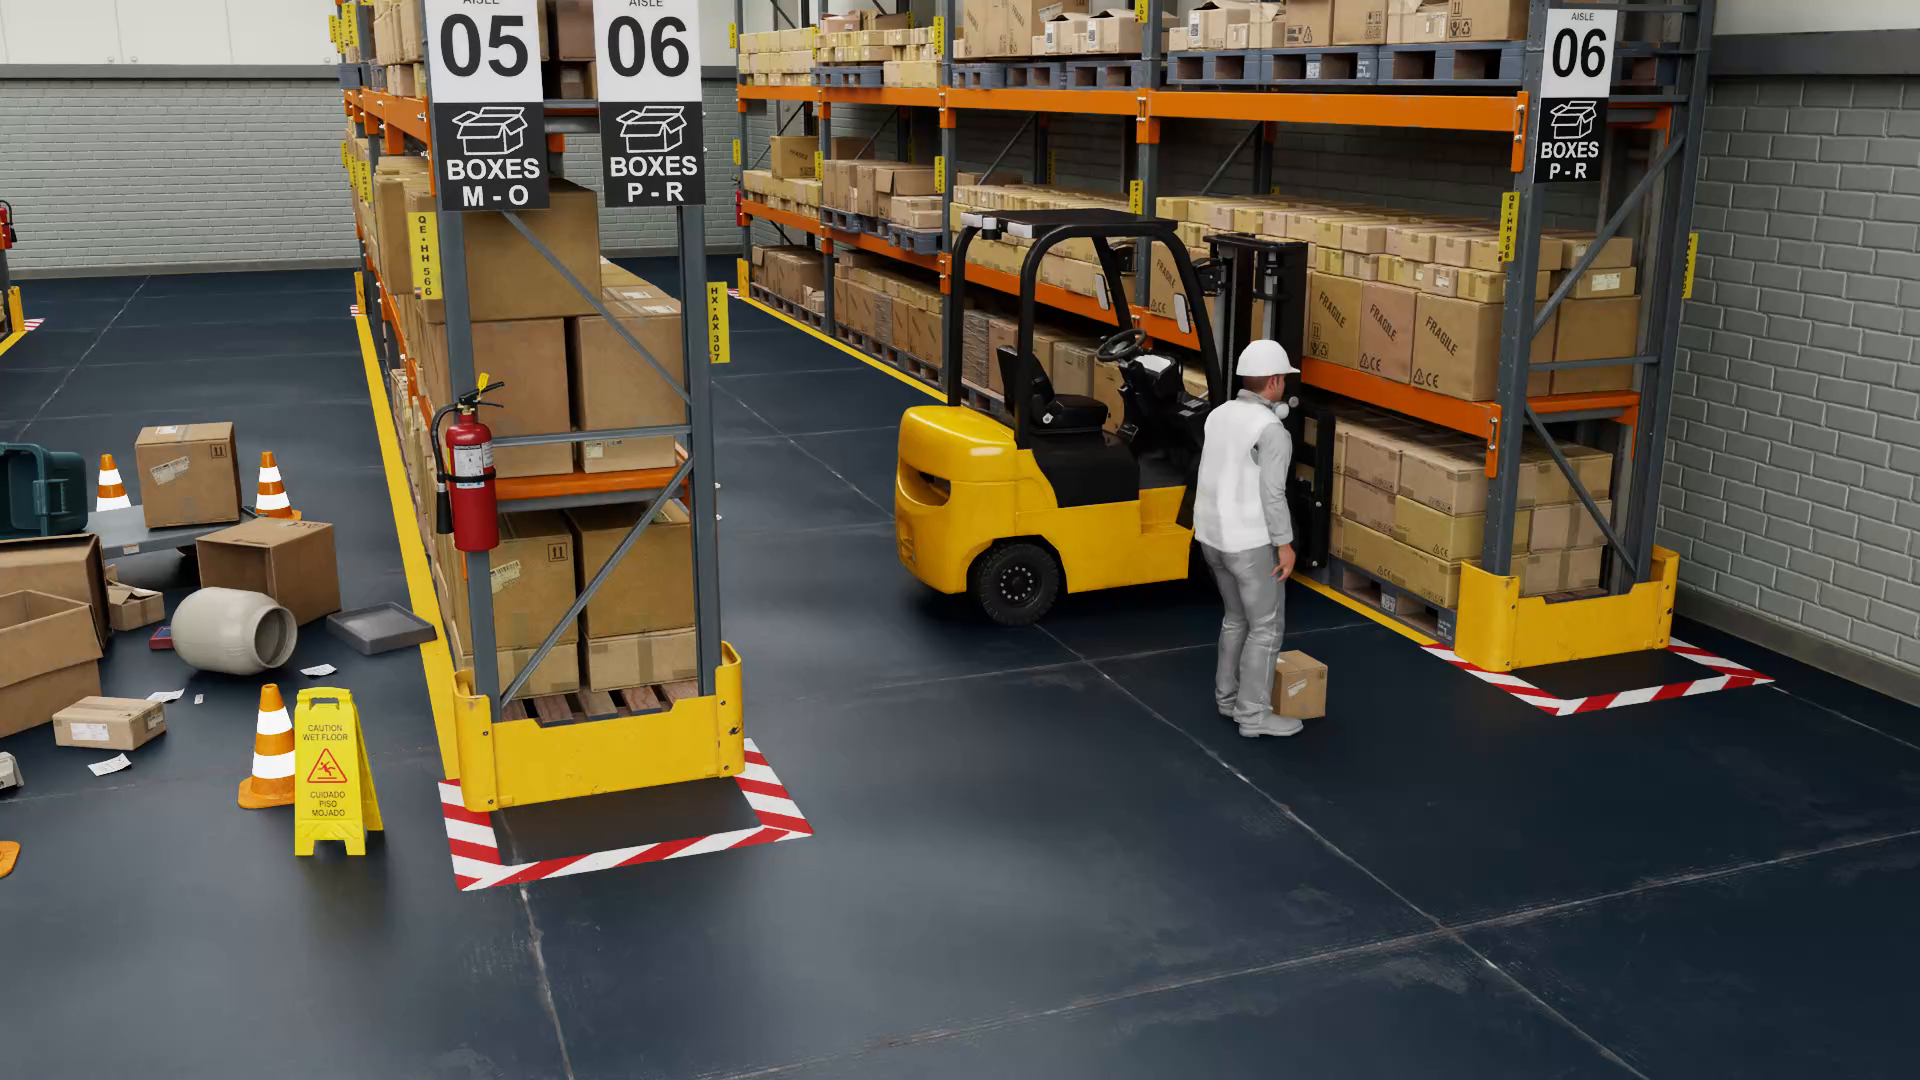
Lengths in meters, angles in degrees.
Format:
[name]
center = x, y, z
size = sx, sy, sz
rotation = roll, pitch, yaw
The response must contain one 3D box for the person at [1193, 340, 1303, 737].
[person]
center = 1.310, -0.019, 7.545
size = 0.476, 1.770, 0.591
rotation = -7, 17, -24
